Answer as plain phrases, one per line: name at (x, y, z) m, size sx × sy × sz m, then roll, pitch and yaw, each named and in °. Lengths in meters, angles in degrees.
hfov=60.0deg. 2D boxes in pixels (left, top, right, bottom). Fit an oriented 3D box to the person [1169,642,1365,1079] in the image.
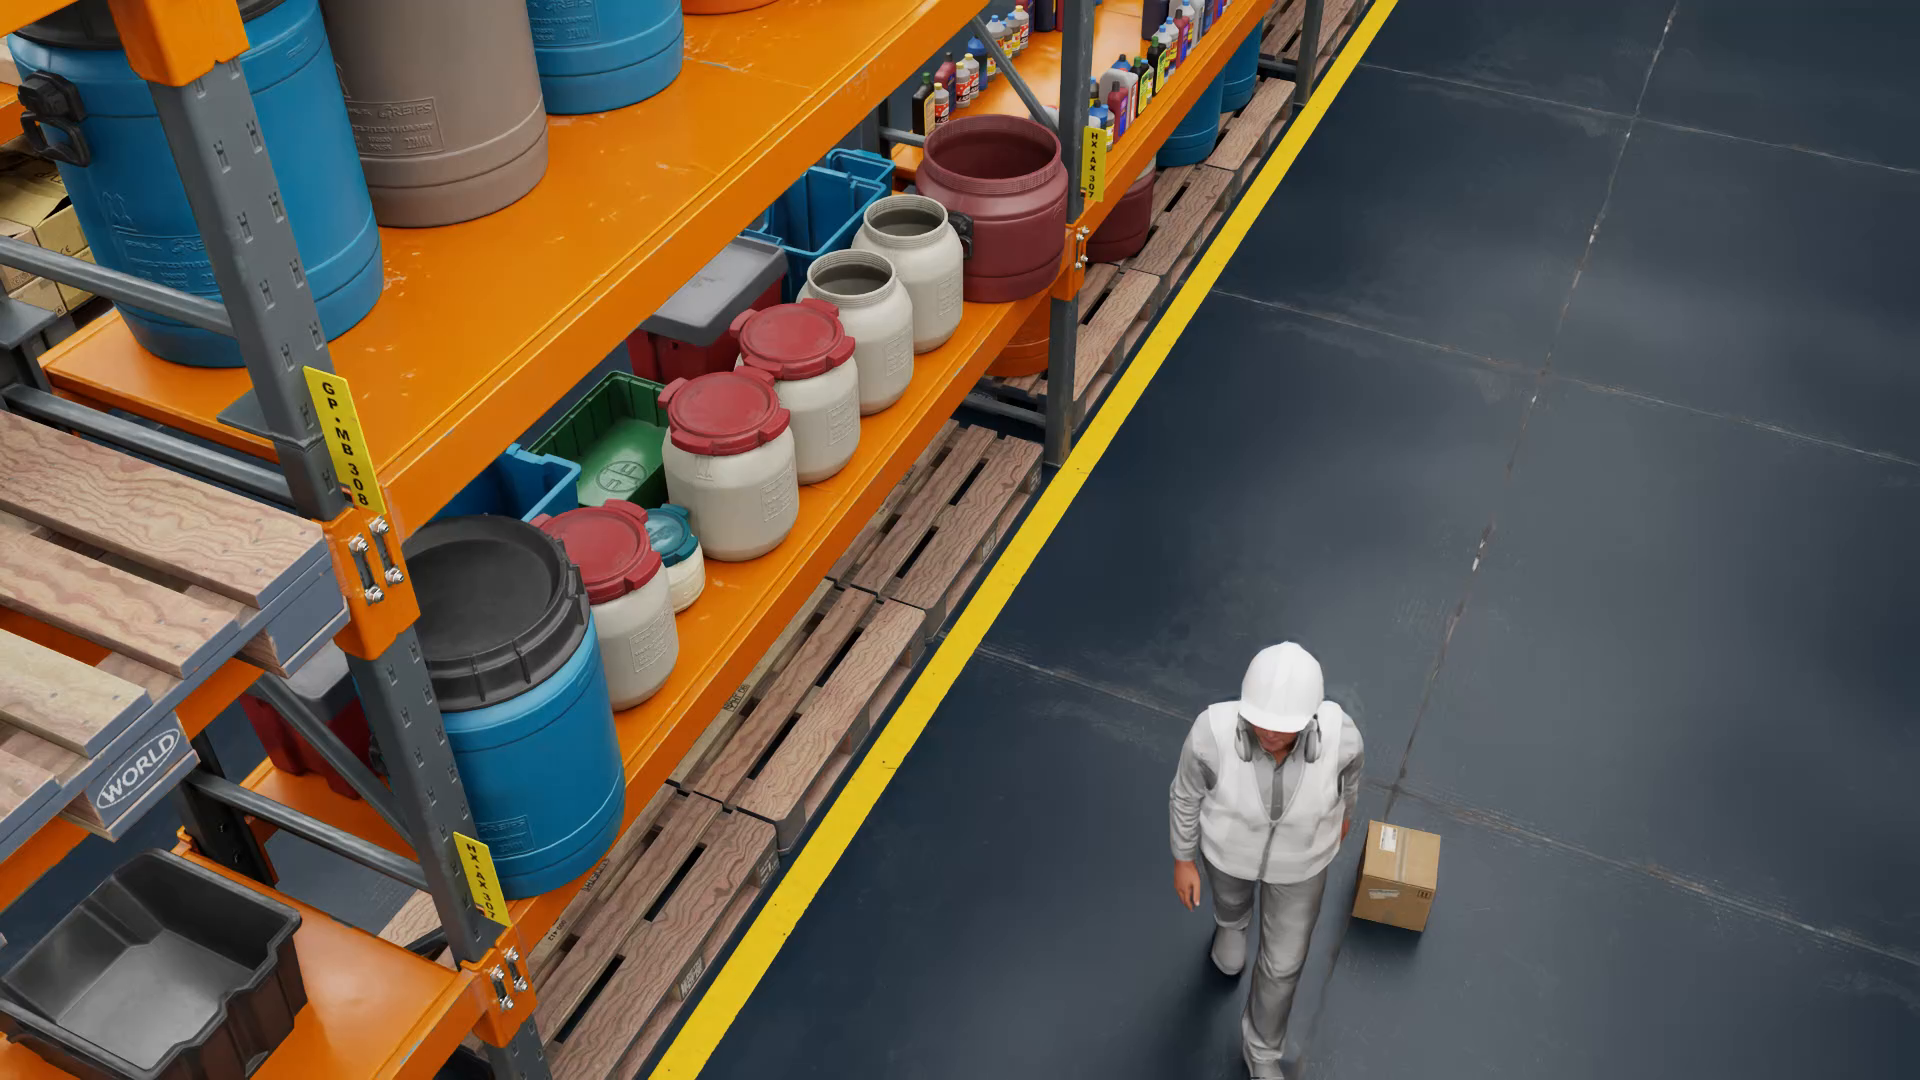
person at (0.908, 0.935, 5.093) m, size 0.565 × 1.767 × 0.813 m, roll 8°, pitch 42°, yaw 9°
